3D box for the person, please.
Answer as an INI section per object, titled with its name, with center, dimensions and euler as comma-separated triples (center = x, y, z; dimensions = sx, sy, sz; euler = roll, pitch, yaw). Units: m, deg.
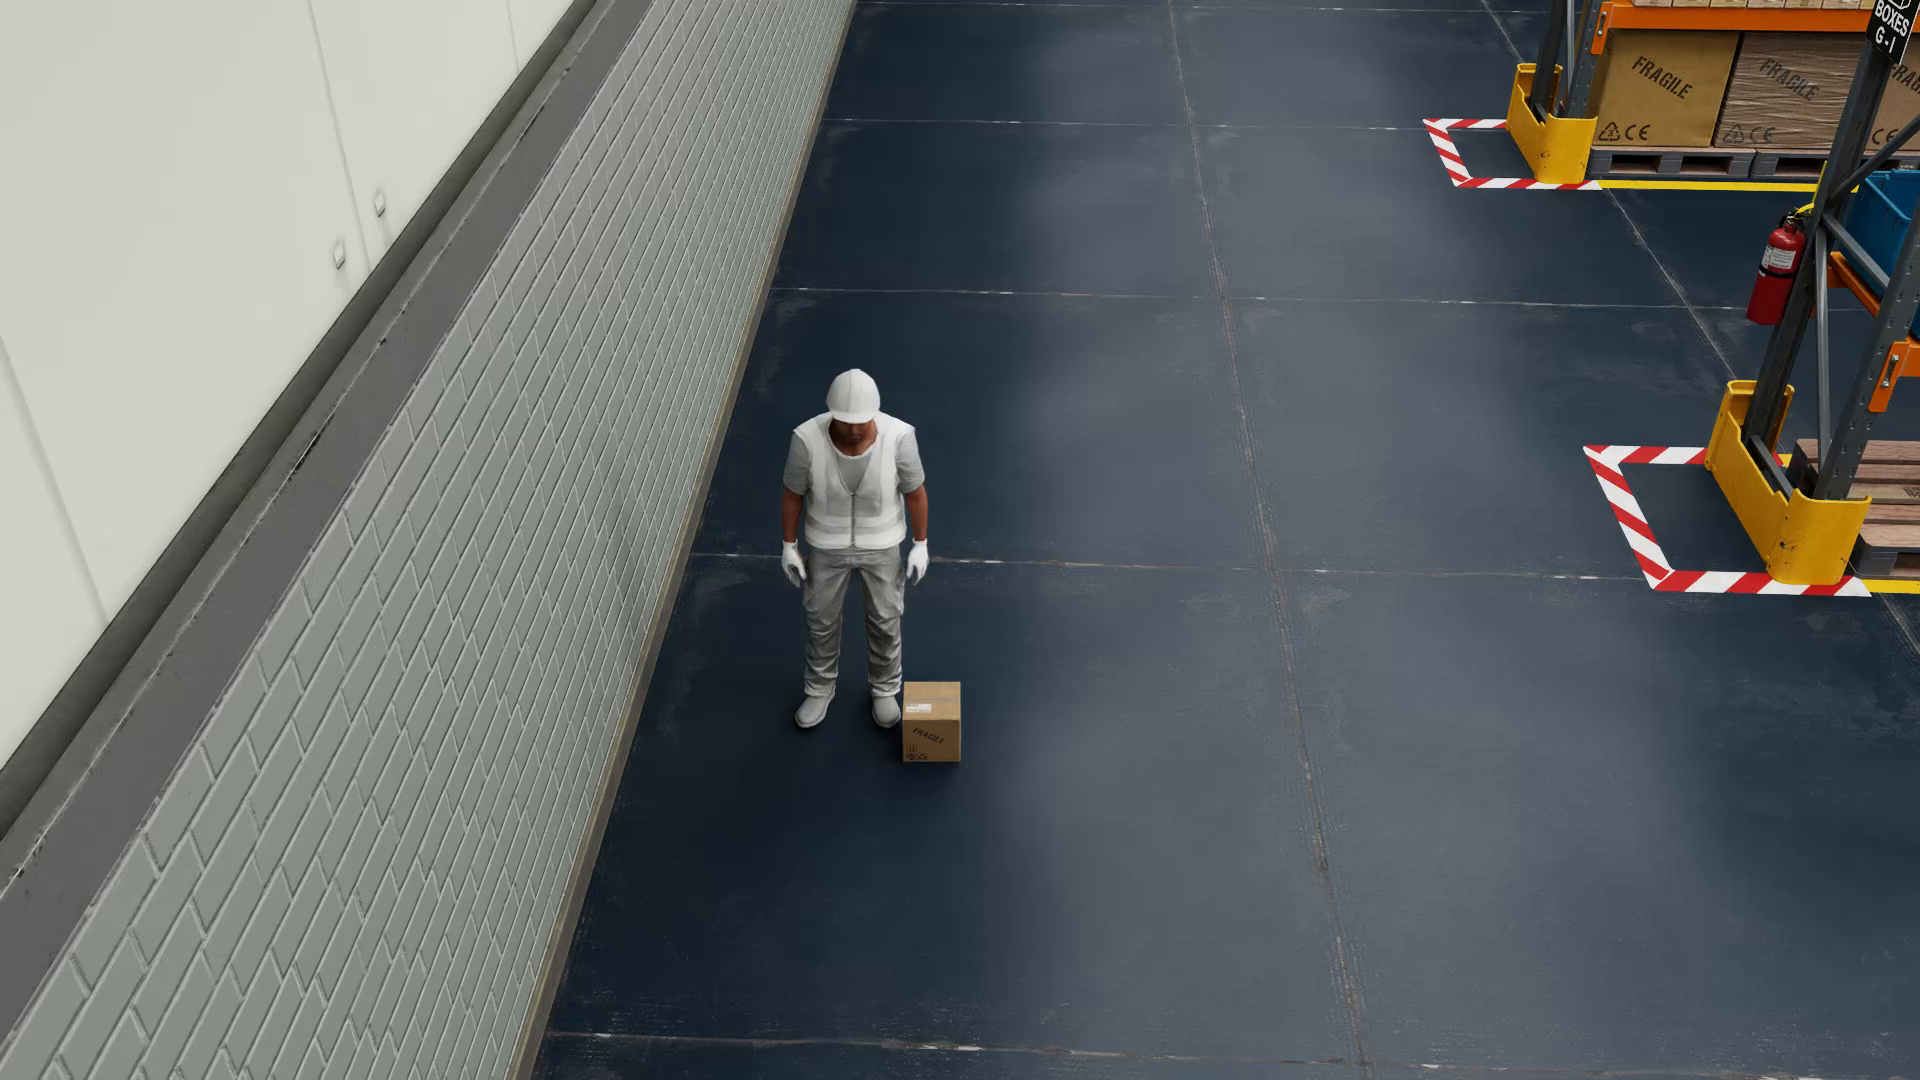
[person]
center = -0.444, 0.037, 7.056
dimensions = 0.628, 1.774, 0.448
euler = -1, 35, -1
